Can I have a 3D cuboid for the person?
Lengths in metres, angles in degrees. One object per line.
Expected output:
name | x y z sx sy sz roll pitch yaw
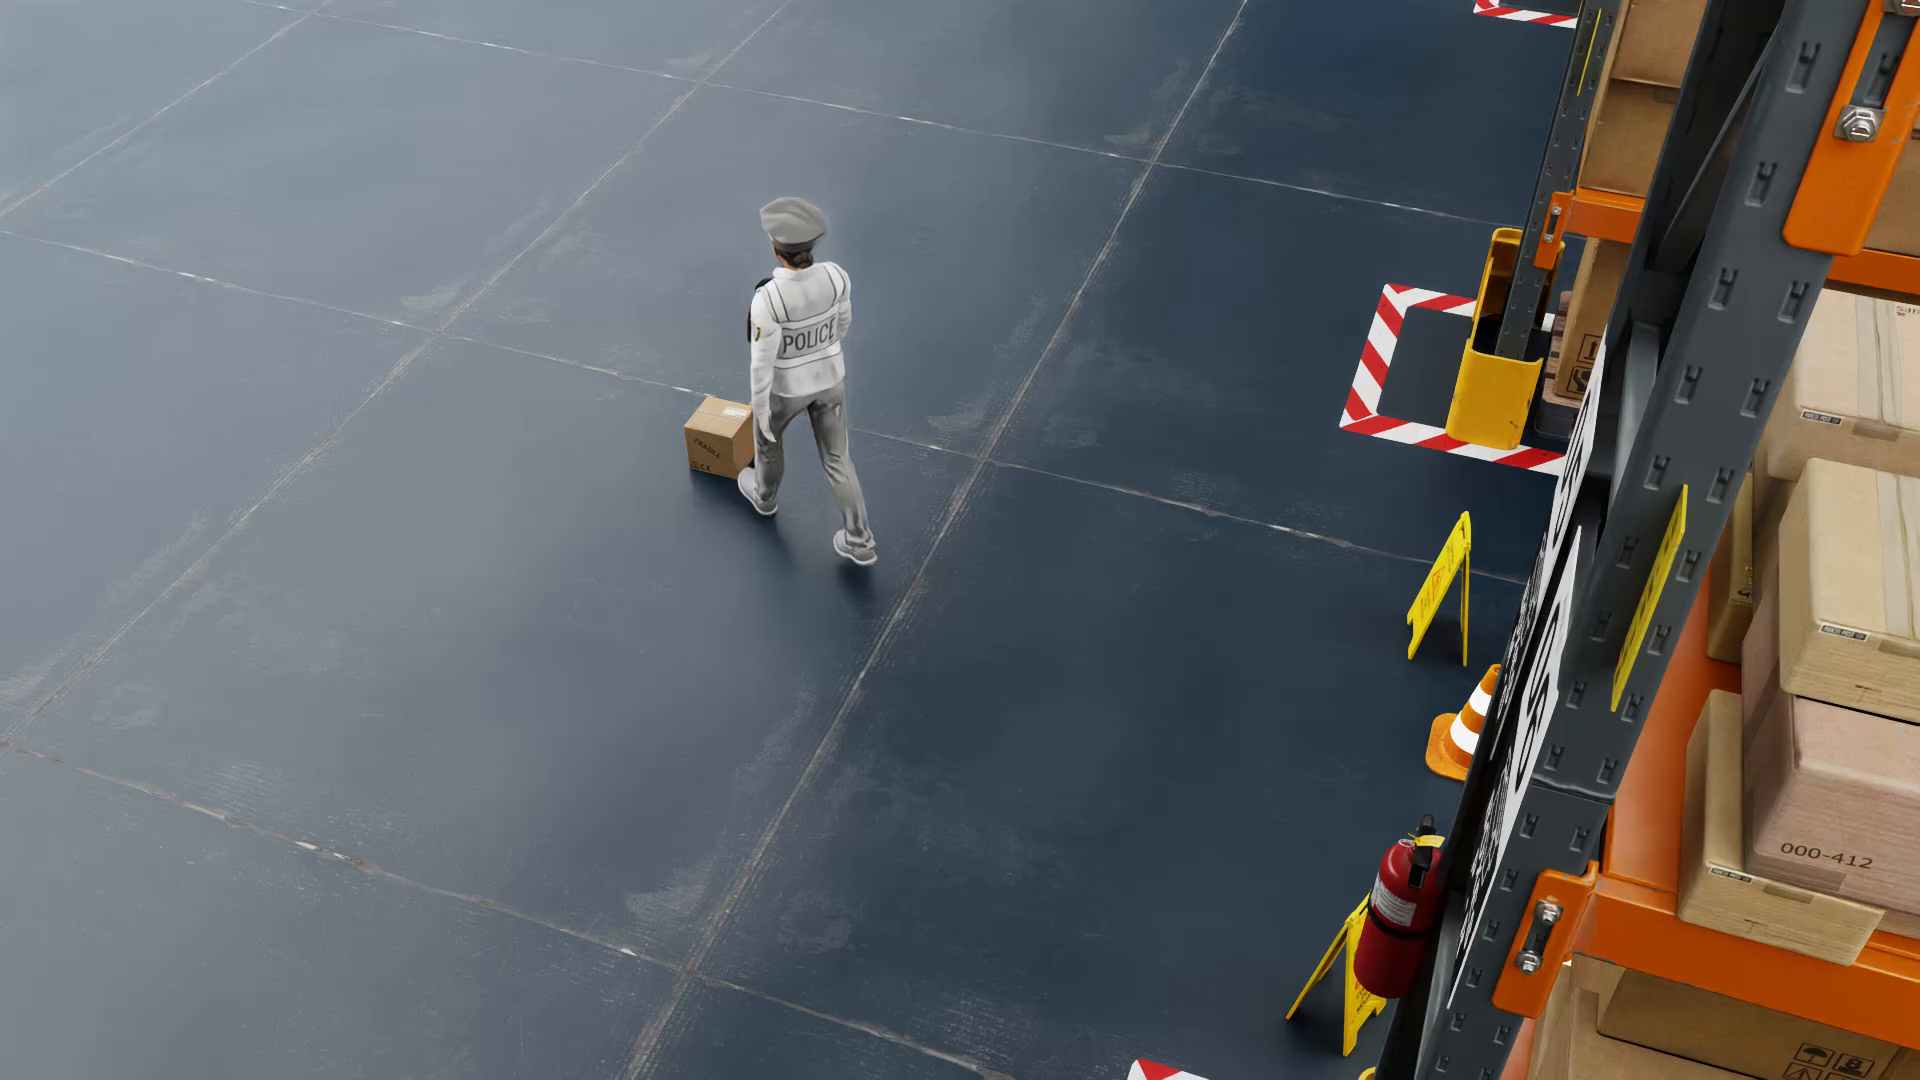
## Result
person | -0.660 -0.666 6.897 0.511 1.640 0.893 -20 46 -21
